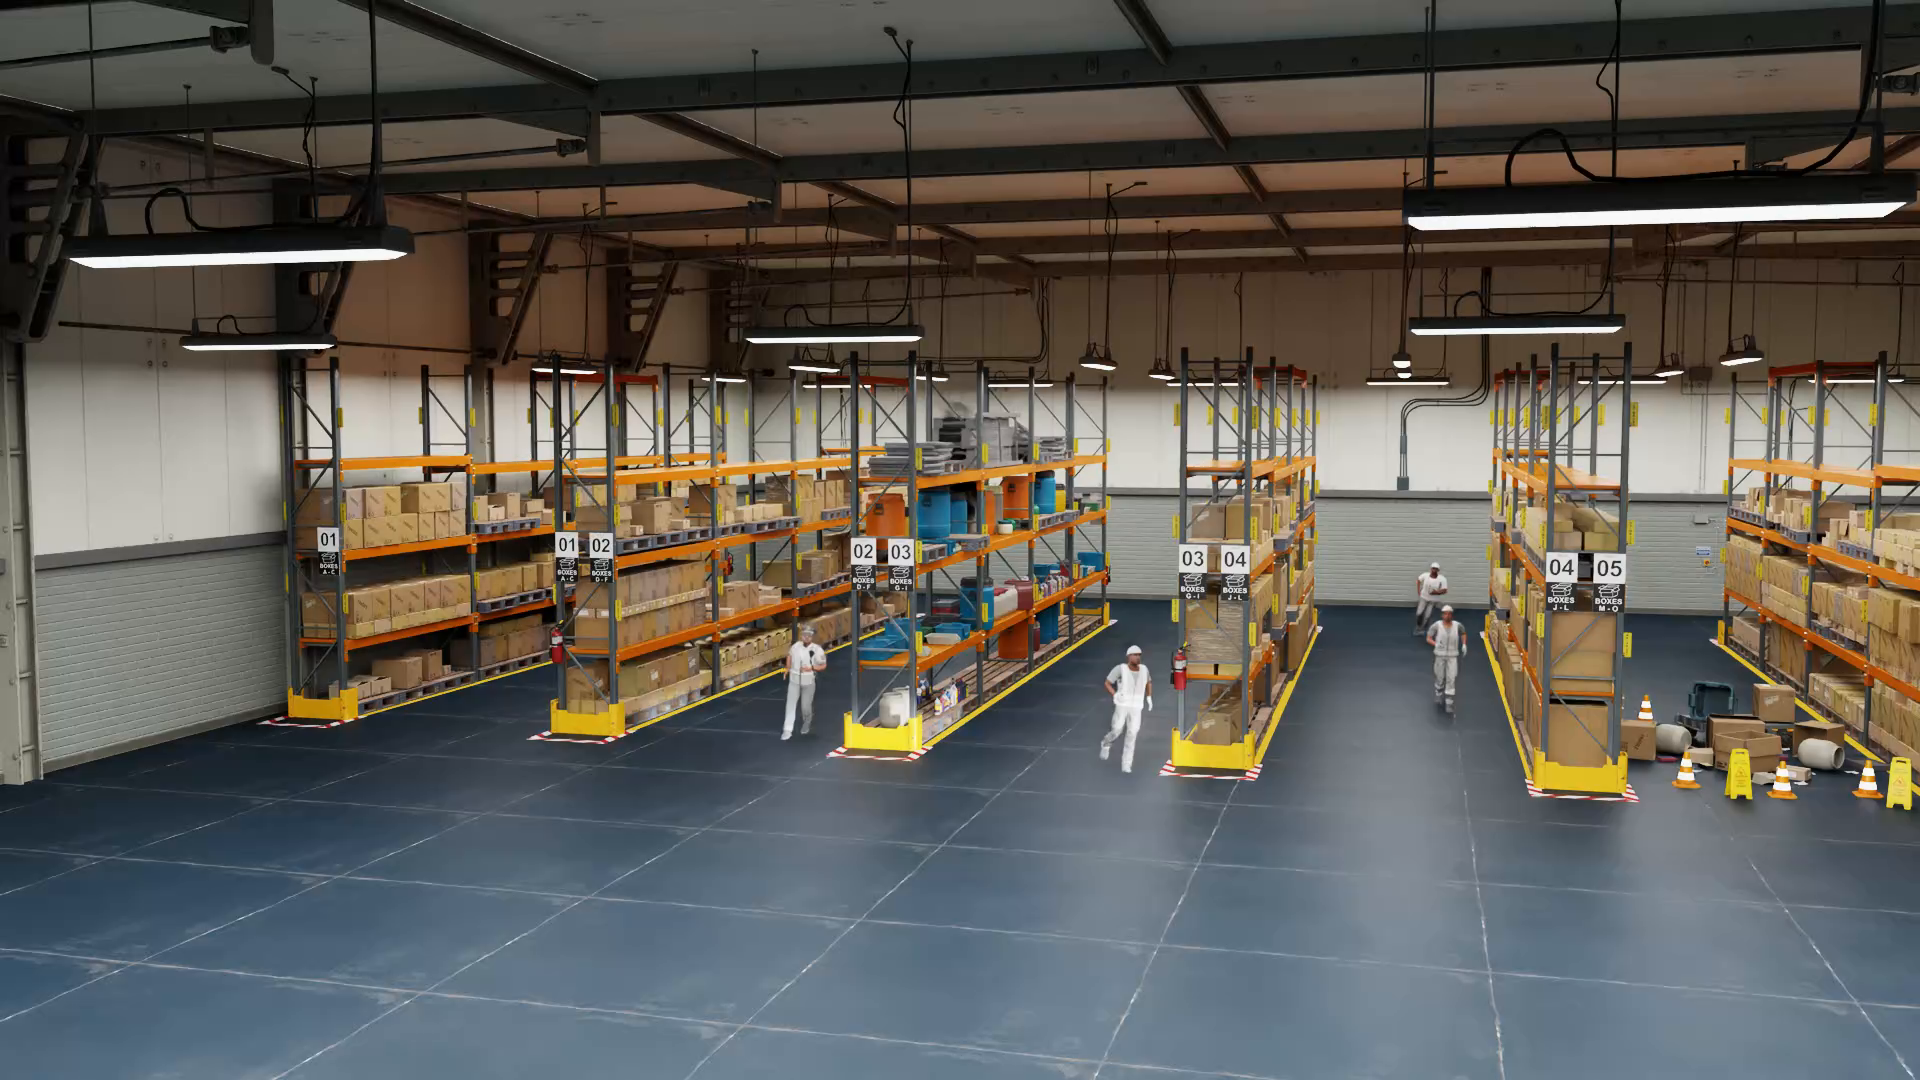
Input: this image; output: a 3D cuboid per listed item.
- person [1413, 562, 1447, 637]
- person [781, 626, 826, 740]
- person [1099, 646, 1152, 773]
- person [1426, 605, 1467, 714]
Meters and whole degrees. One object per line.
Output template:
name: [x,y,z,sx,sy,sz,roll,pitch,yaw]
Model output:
person: [10.724,1.366,37.929,0.751,1.736,0.630,2,5,24]
person: [-2.416,2.198,25.803,0.690,1.746,1.014,1,4,8]
person: [2.431,2.380,23.723,0.743,1.741,0.951,-1,4,-12]
person: [8.335,2.009,28.487,0.682,1.807,0.883,1,4,11]
